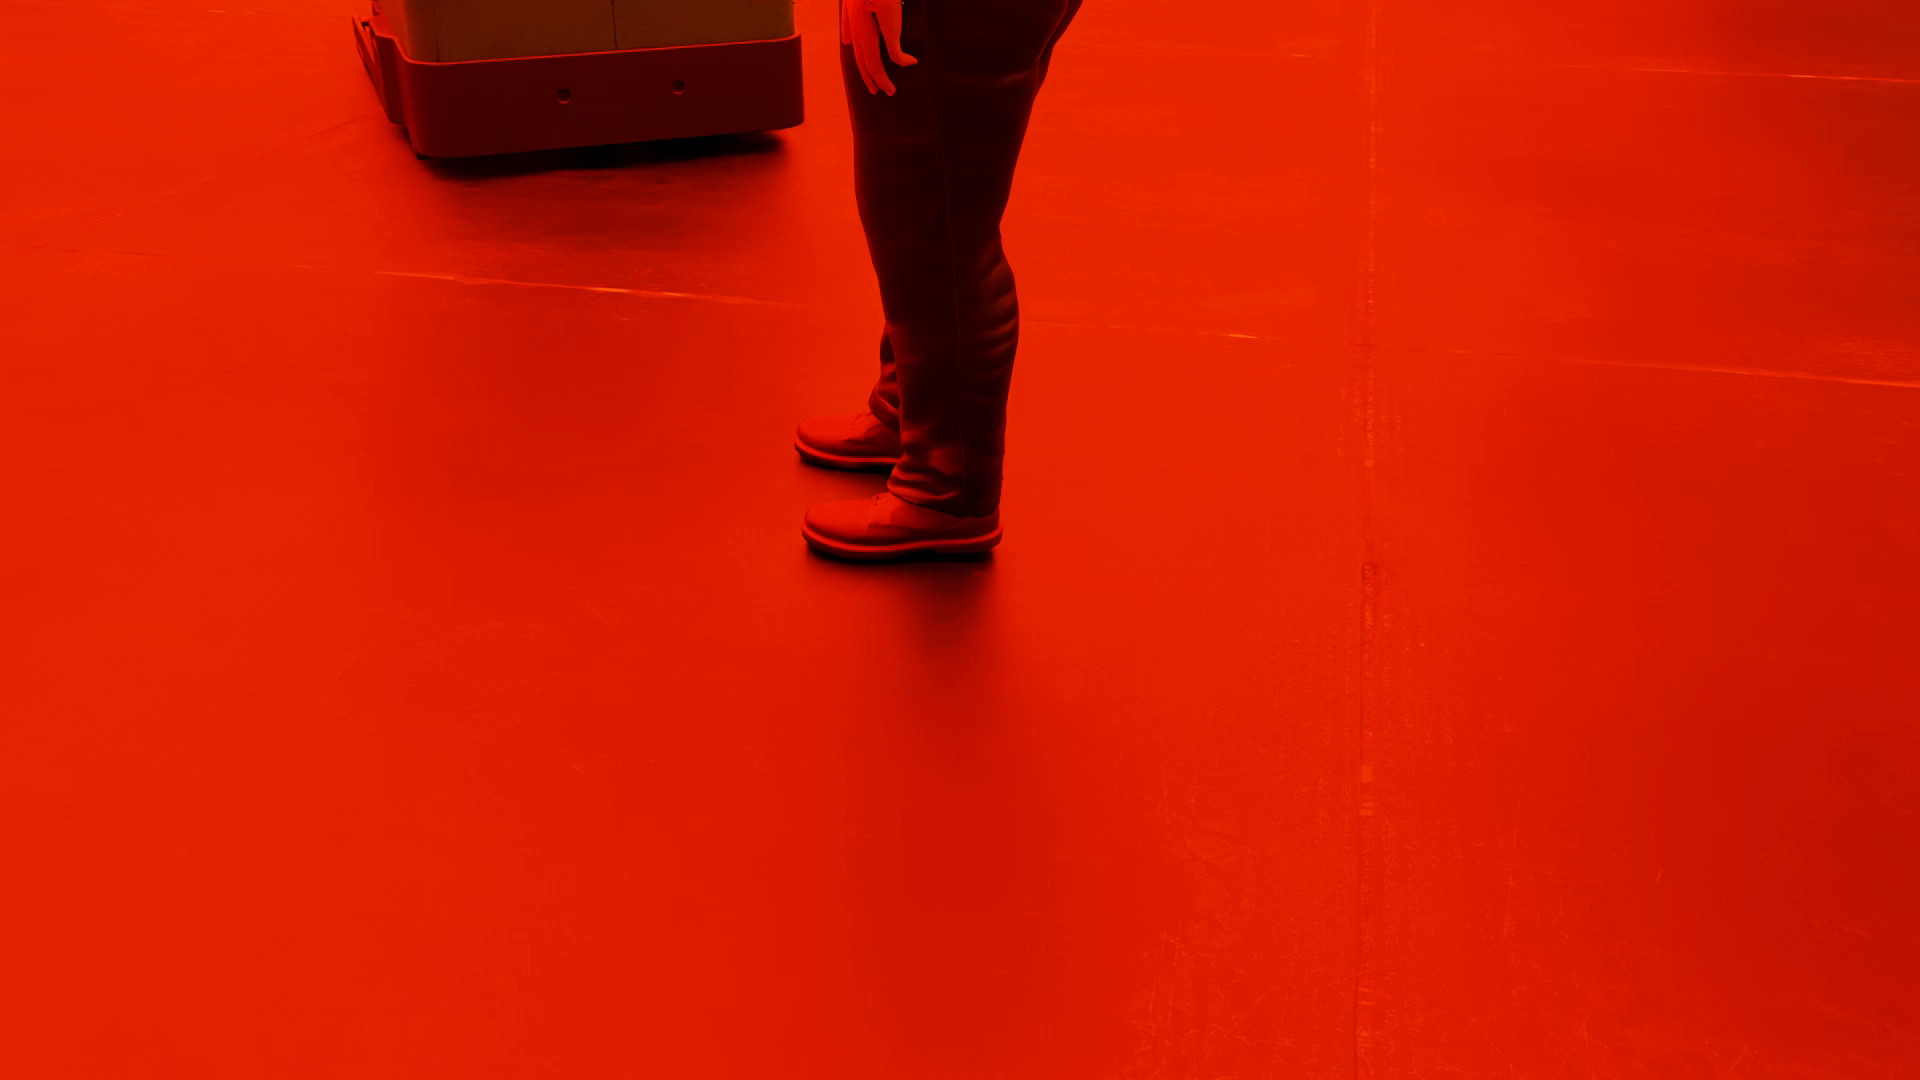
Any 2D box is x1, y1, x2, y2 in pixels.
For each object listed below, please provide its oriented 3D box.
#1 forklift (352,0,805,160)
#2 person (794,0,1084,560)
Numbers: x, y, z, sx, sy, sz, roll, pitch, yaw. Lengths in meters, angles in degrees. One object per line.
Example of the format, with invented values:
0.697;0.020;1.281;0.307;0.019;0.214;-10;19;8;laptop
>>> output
-1.458;-2.935;5.064;1.130;2.935;3.031;-10;29;-20;forklift
-0.082;-0.761;2.163;0.503;1.650;0.599;6;27;11;person
